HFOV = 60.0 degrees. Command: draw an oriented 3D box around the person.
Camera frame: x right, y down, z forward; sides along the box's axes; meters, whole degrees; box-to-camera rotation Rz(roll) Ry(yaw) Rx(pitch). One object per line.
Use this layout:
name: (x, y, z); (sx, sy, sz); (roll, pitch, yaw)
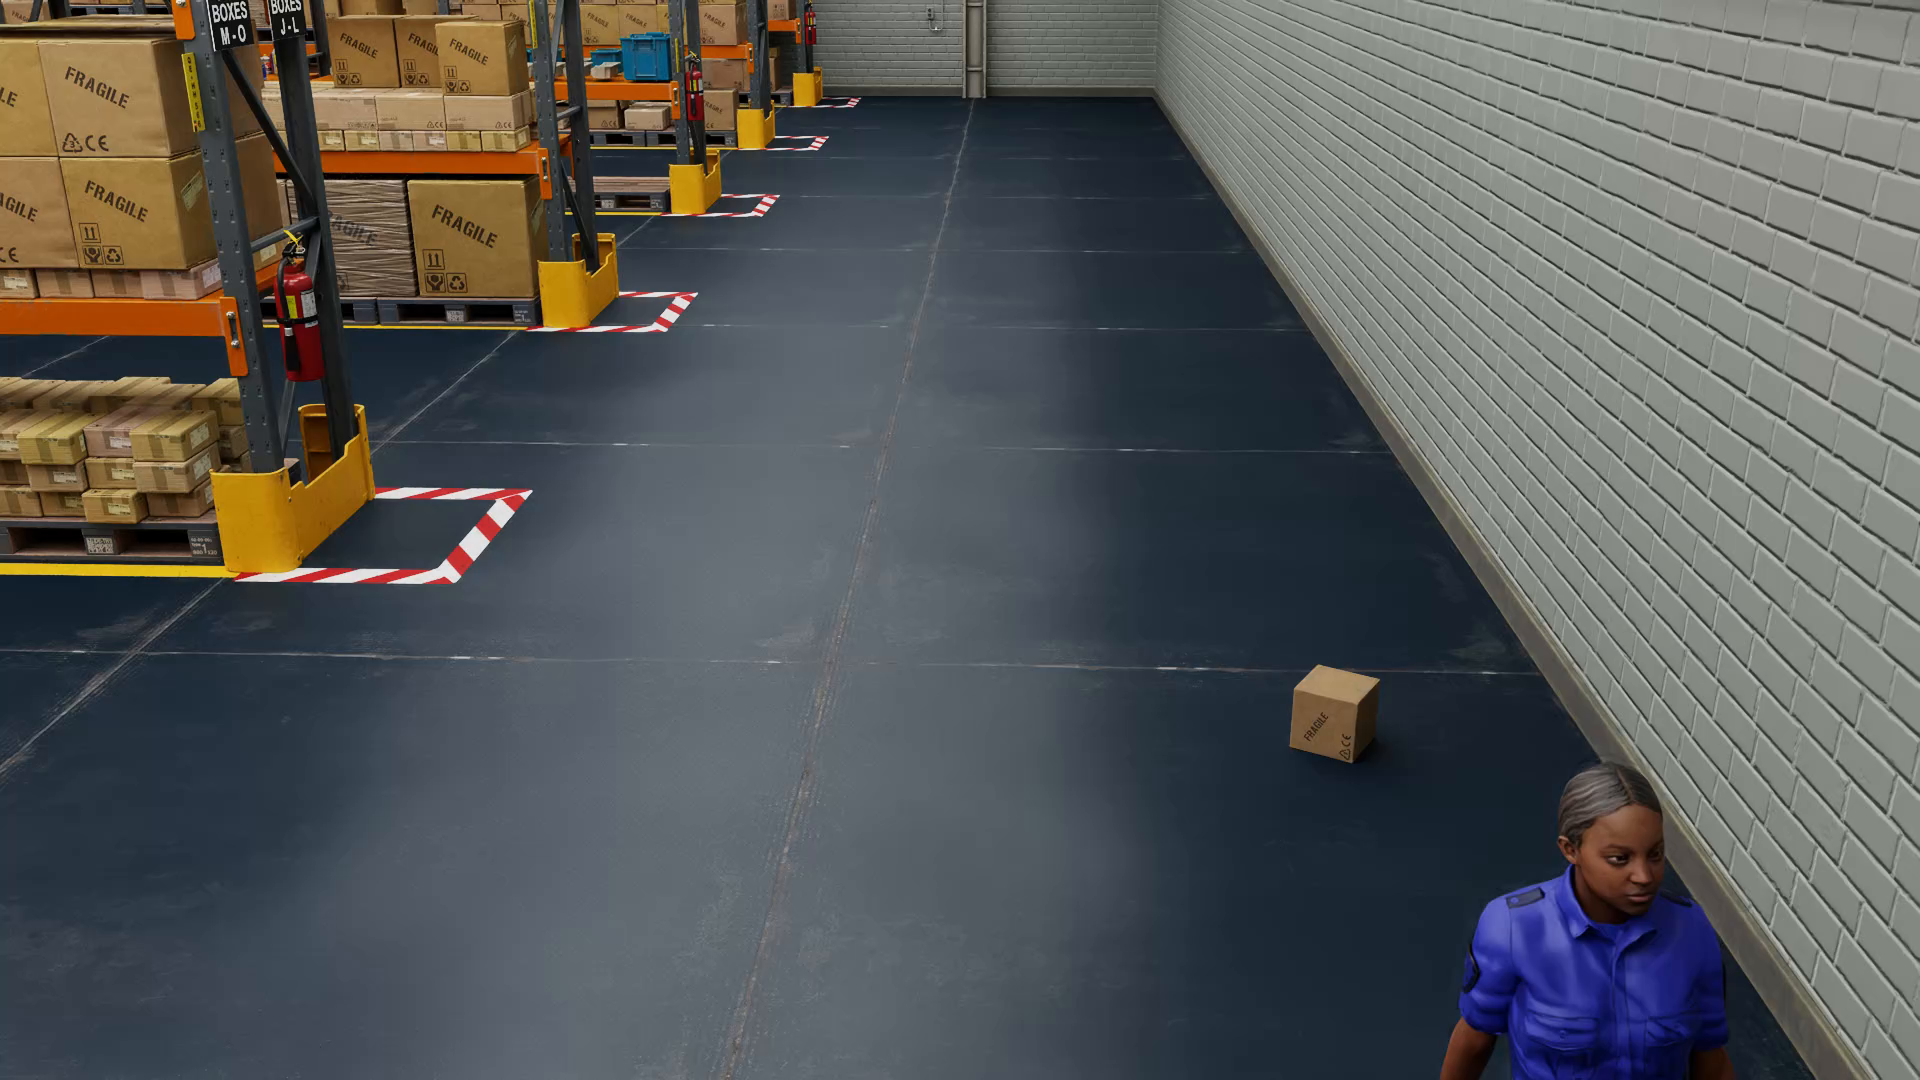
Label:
person: (1.146, 1.165, 3.013); (0.477, 1.593, 0.980); (-1, 21, -4)
